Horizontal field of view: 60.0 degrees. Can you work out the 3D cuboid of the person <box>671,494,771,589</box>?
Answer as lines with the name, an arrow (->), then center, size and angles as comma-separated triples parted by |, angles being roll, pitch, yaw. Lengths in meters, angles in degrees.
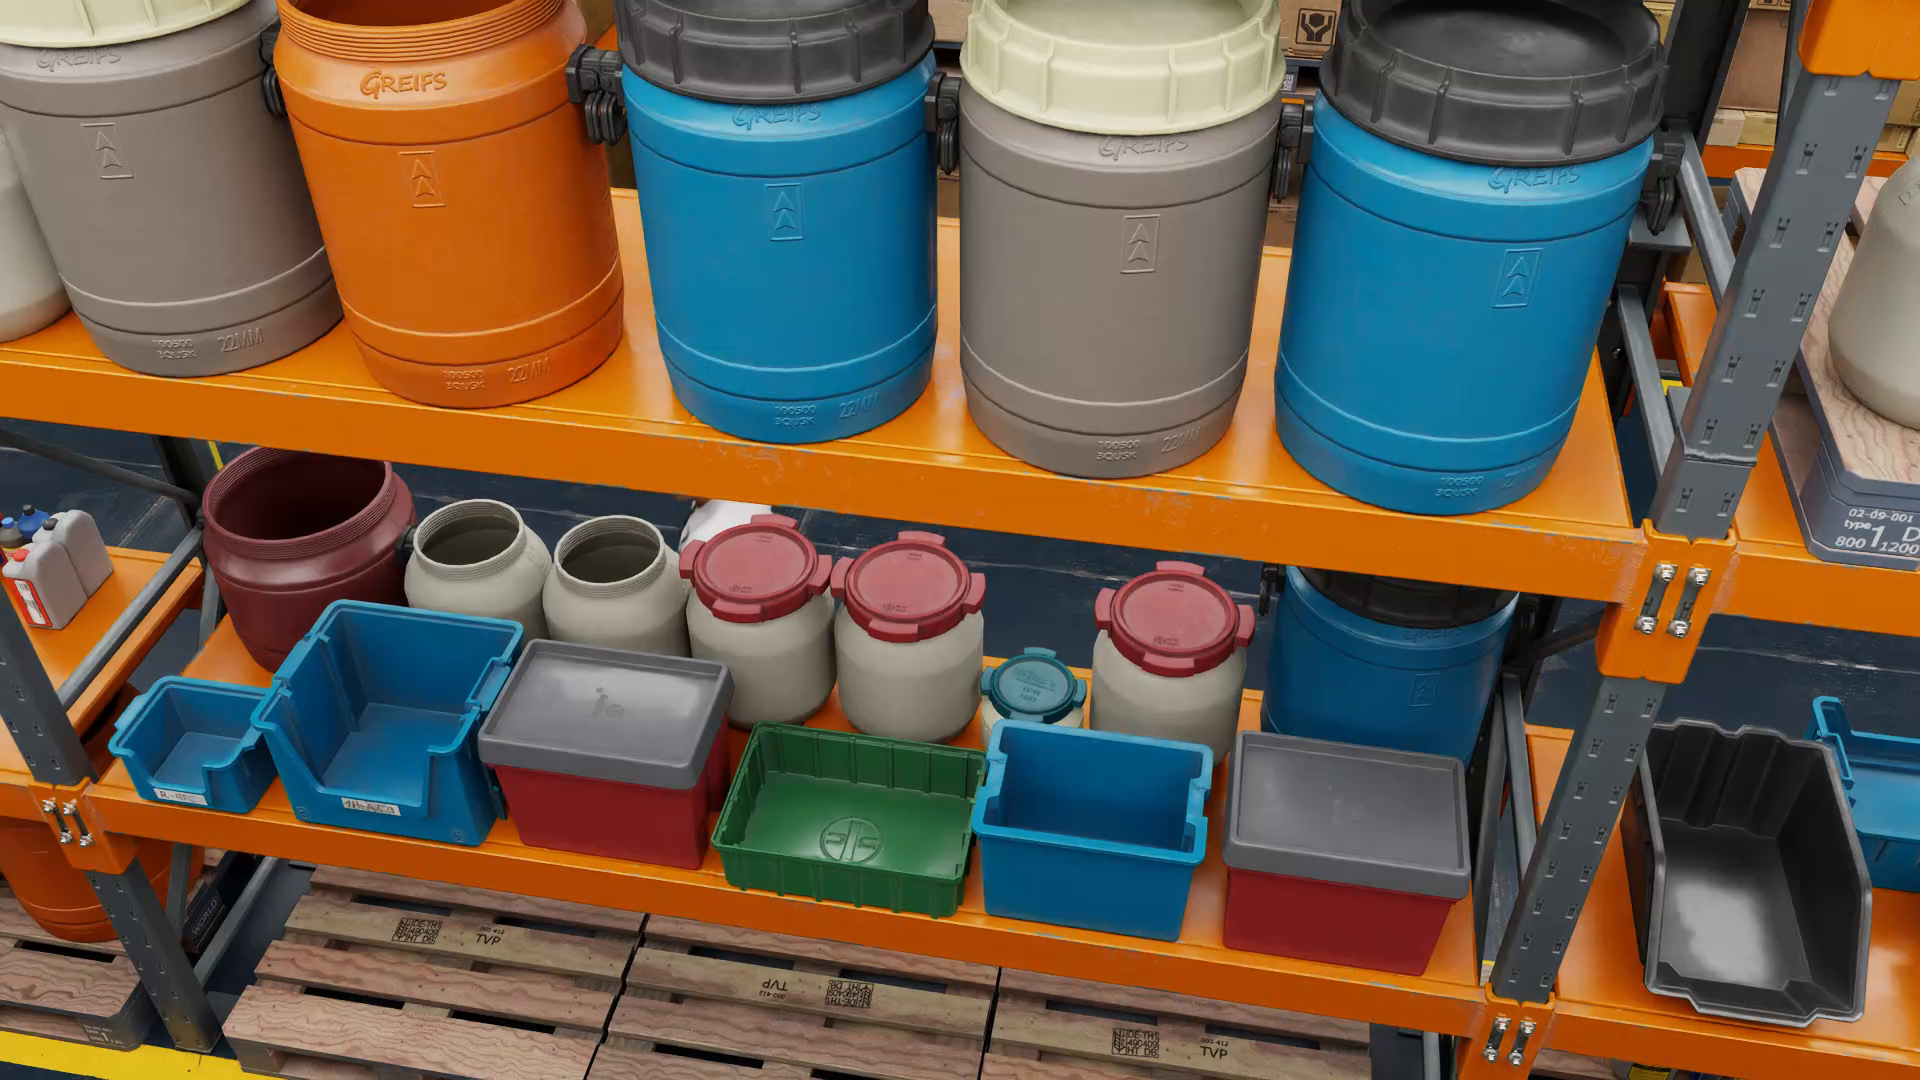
person -> -0.800, 0.341, 5.763 | 0.428, 1.773, 0.637 | 5, 40, 6
